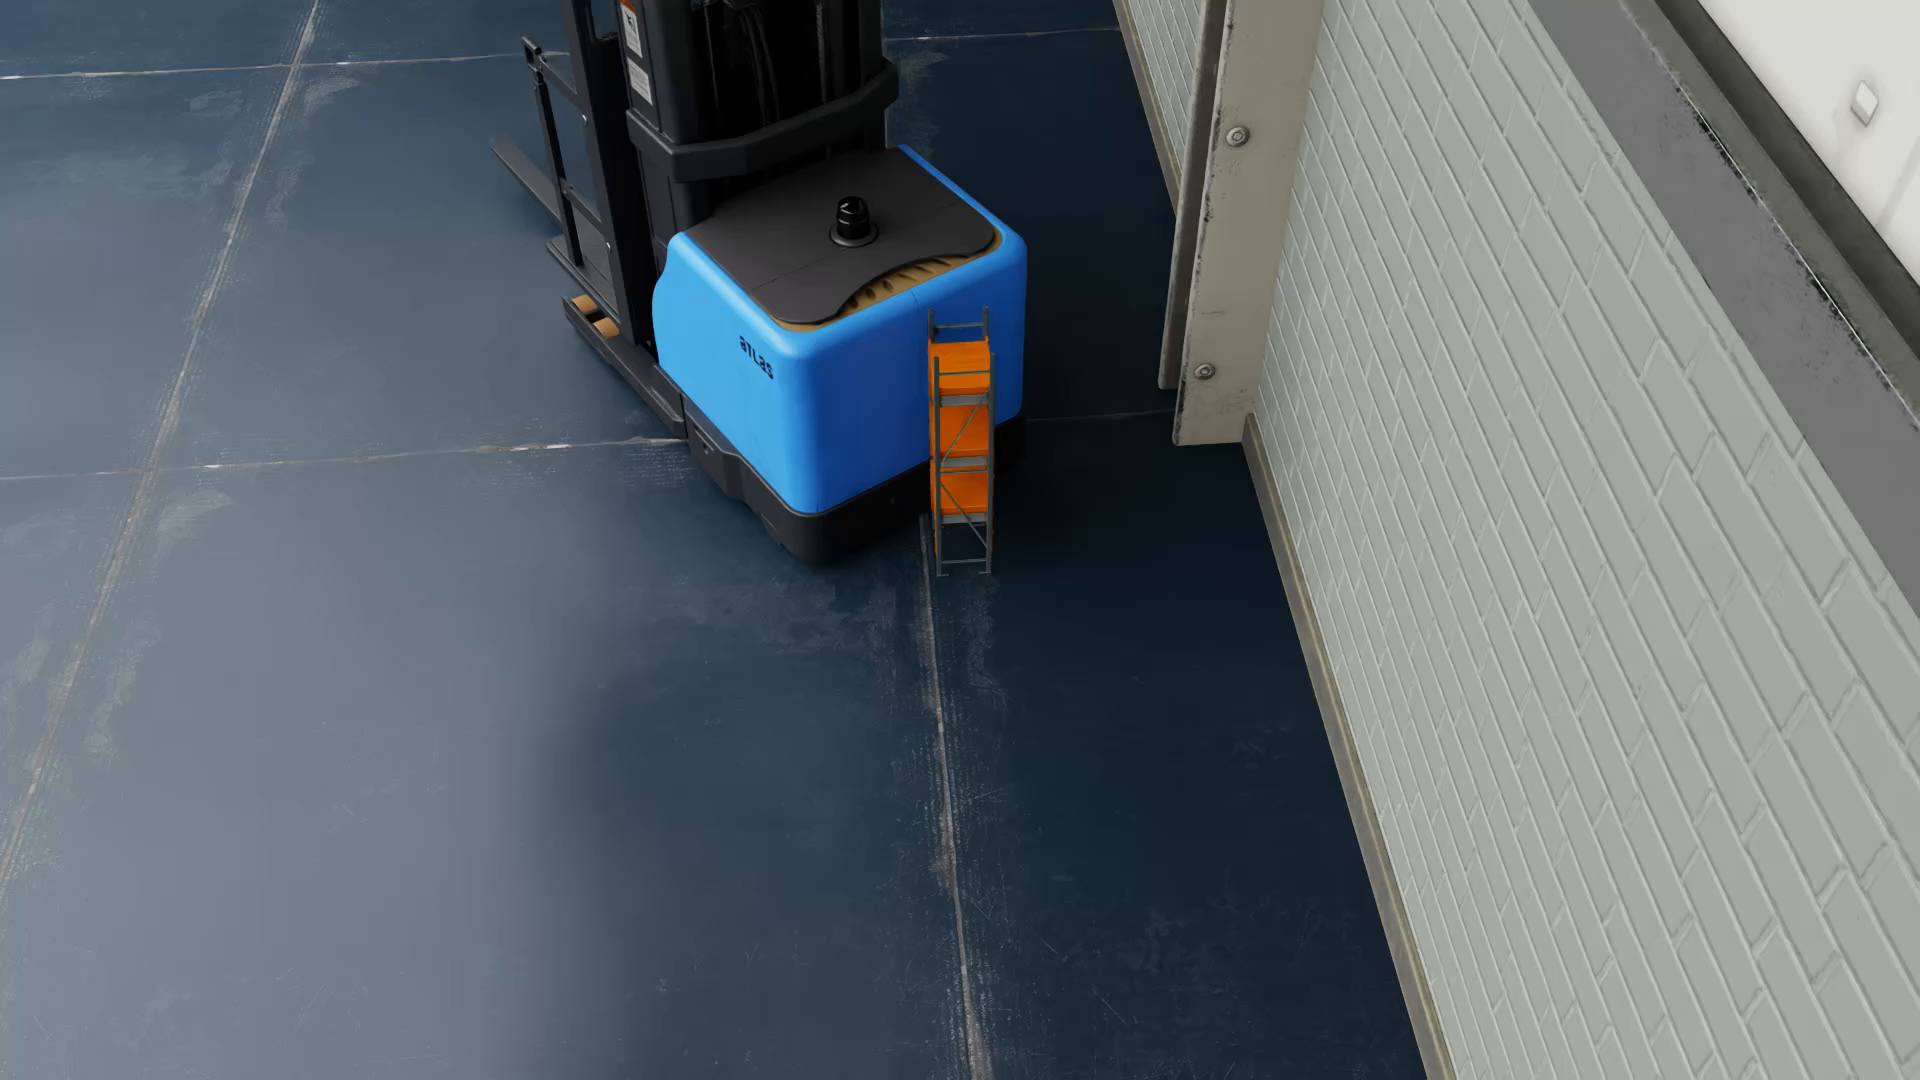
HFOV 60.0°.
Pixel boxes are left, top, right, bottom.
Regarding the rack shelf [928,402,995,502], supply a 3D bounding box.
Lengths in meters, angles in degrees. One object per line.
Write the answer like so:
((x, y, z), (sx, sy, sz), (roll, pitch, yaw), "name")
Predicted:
((0.004, -0.315, 5.840), (0.215, 0.259, 0.240), (-3, 47, -3), "rack shelf")

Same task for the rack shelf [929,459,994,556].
((0.004, -0.124, 6.042), (0.215, 0.259, 0.240), (-3, 47, -3), "rack shelf")

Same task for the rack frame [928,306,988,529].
((-0.006, -0.411, 5.916), (0.200, 1.050, 0.008), (-3, 47, -3), "rack frame")

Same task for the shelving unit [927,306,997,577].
((0.004, -0.322, 5.832), (0.215, 1.050, 0.252), (-3, 47, -3), "shelving unit")

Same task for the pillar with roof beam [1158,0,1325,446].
((-3.302, -3.361, 3.235), (9.100, 9.000, 0.400), (-3, 47, -3), "pillar with roof beam")

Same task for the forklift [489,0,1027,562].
((-1.020, -1.959, 6.087), (1.130, 2.935, 3.031), (-28, 53, -24), "forklift")

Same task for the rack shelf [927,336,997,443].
((0.004, -0.510, 5.634), (0.215, 0.259, 0.240), (-3, 47, -3), "rack shelf")

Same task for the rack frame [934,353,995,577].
((0.015, -0.234, 5.749), (0.200, 1.050, 0.008), (-3, 47, -3), "rack frame")
